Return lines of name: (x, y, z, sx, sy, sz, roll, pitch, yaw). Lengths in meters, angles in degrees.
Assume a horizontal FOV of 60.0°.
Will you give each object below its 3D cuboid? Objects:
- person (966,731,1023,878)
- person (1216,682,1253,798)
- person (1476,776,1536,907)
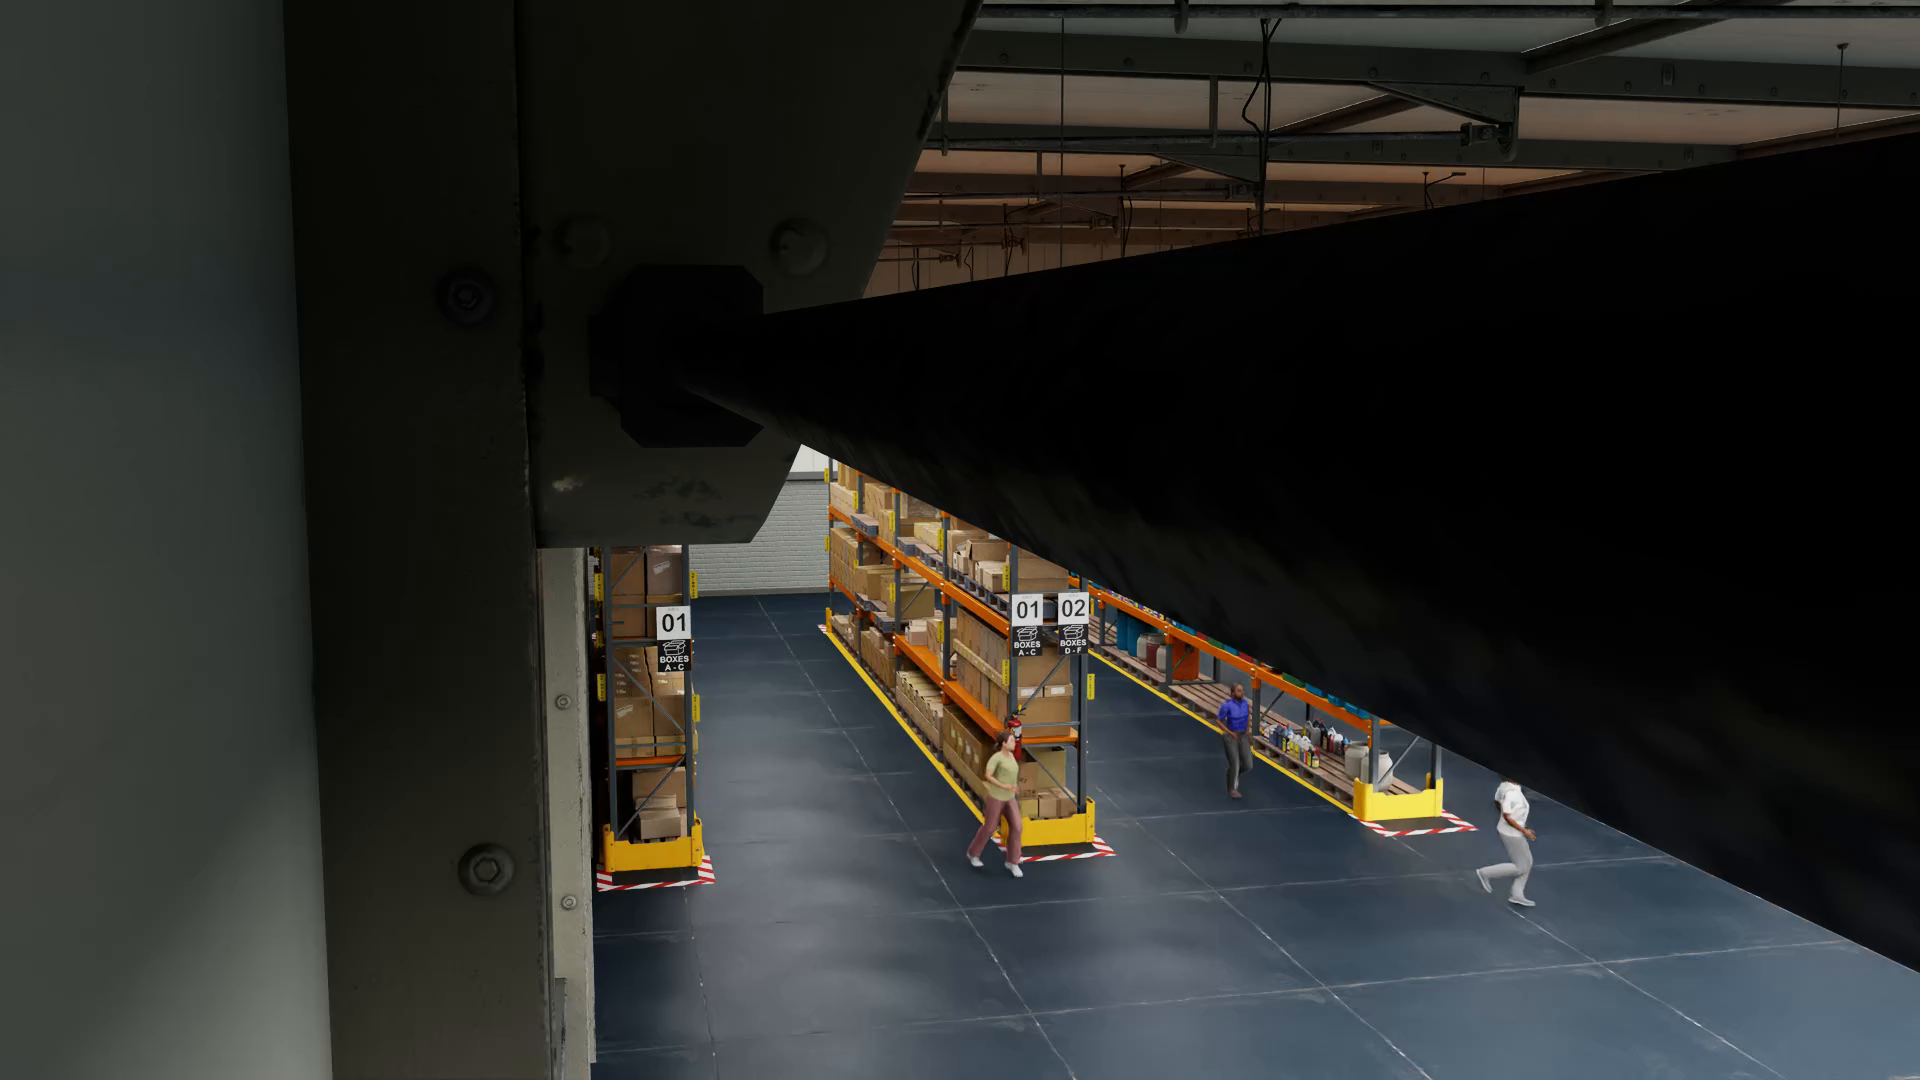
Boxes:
person: (0.528, 3.135, 20.010, 0.803, 1.684, 0.633, 6, 9, 40)
person: (3.847, 2.782, 23.185, 0.593, 1.618, 0.533, -3, 7, -24)
person: (6.177, 3.300, 18.768, 0.668, 1.674, 0.584, 1, 7, 11)
